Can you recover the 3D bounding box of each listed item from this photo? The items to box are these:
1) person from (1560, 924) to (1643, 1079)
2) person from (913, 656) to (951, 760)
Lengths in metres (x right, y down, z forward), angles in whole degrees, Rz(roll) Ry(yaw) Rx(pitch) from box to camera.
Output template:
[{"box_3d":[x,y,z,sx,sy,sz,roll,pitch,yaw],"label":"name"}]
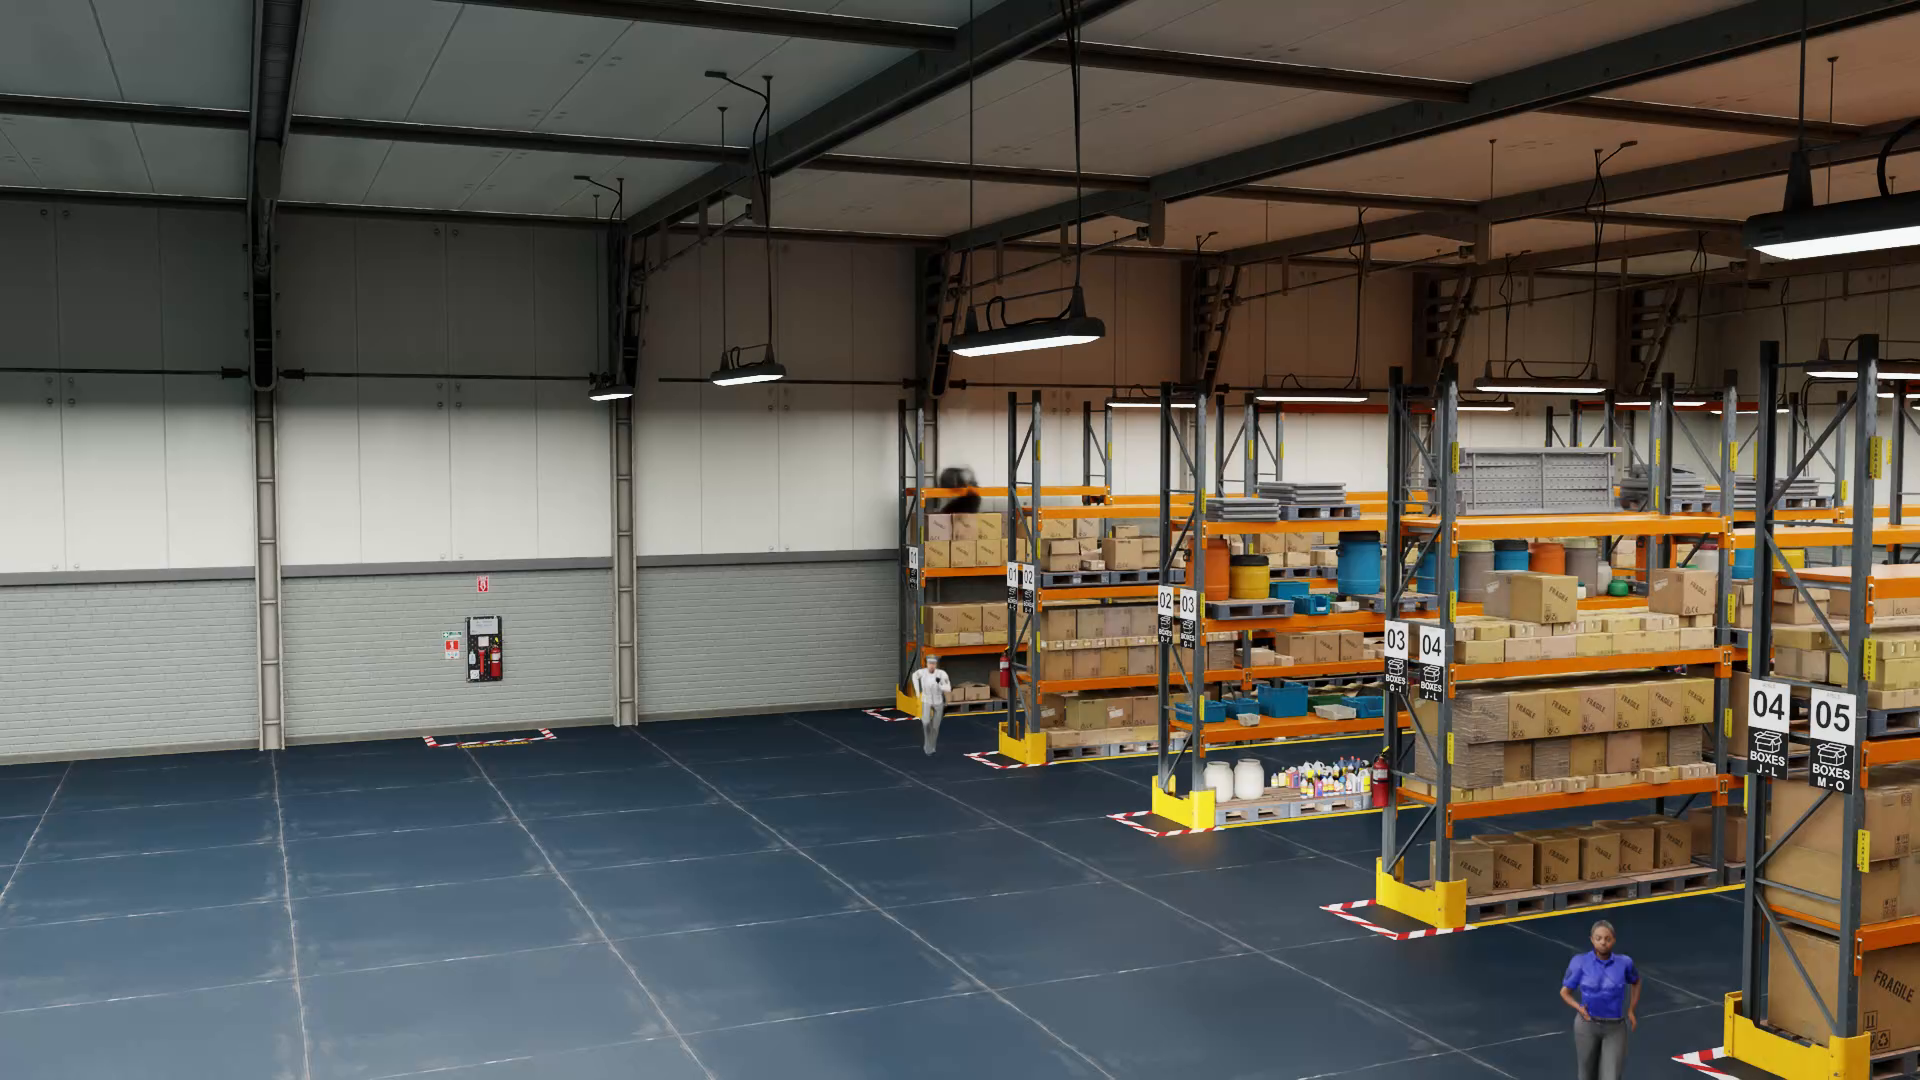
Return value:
[{"box_3d":[4.702,3.632,12.185,0.579,1.650,0.851,1,3,17],"label":"person"},{"box_3d":[-0.440,2.593,25.947,0.601,1.633,0.862,0,3,-1],"label":"person"}]
